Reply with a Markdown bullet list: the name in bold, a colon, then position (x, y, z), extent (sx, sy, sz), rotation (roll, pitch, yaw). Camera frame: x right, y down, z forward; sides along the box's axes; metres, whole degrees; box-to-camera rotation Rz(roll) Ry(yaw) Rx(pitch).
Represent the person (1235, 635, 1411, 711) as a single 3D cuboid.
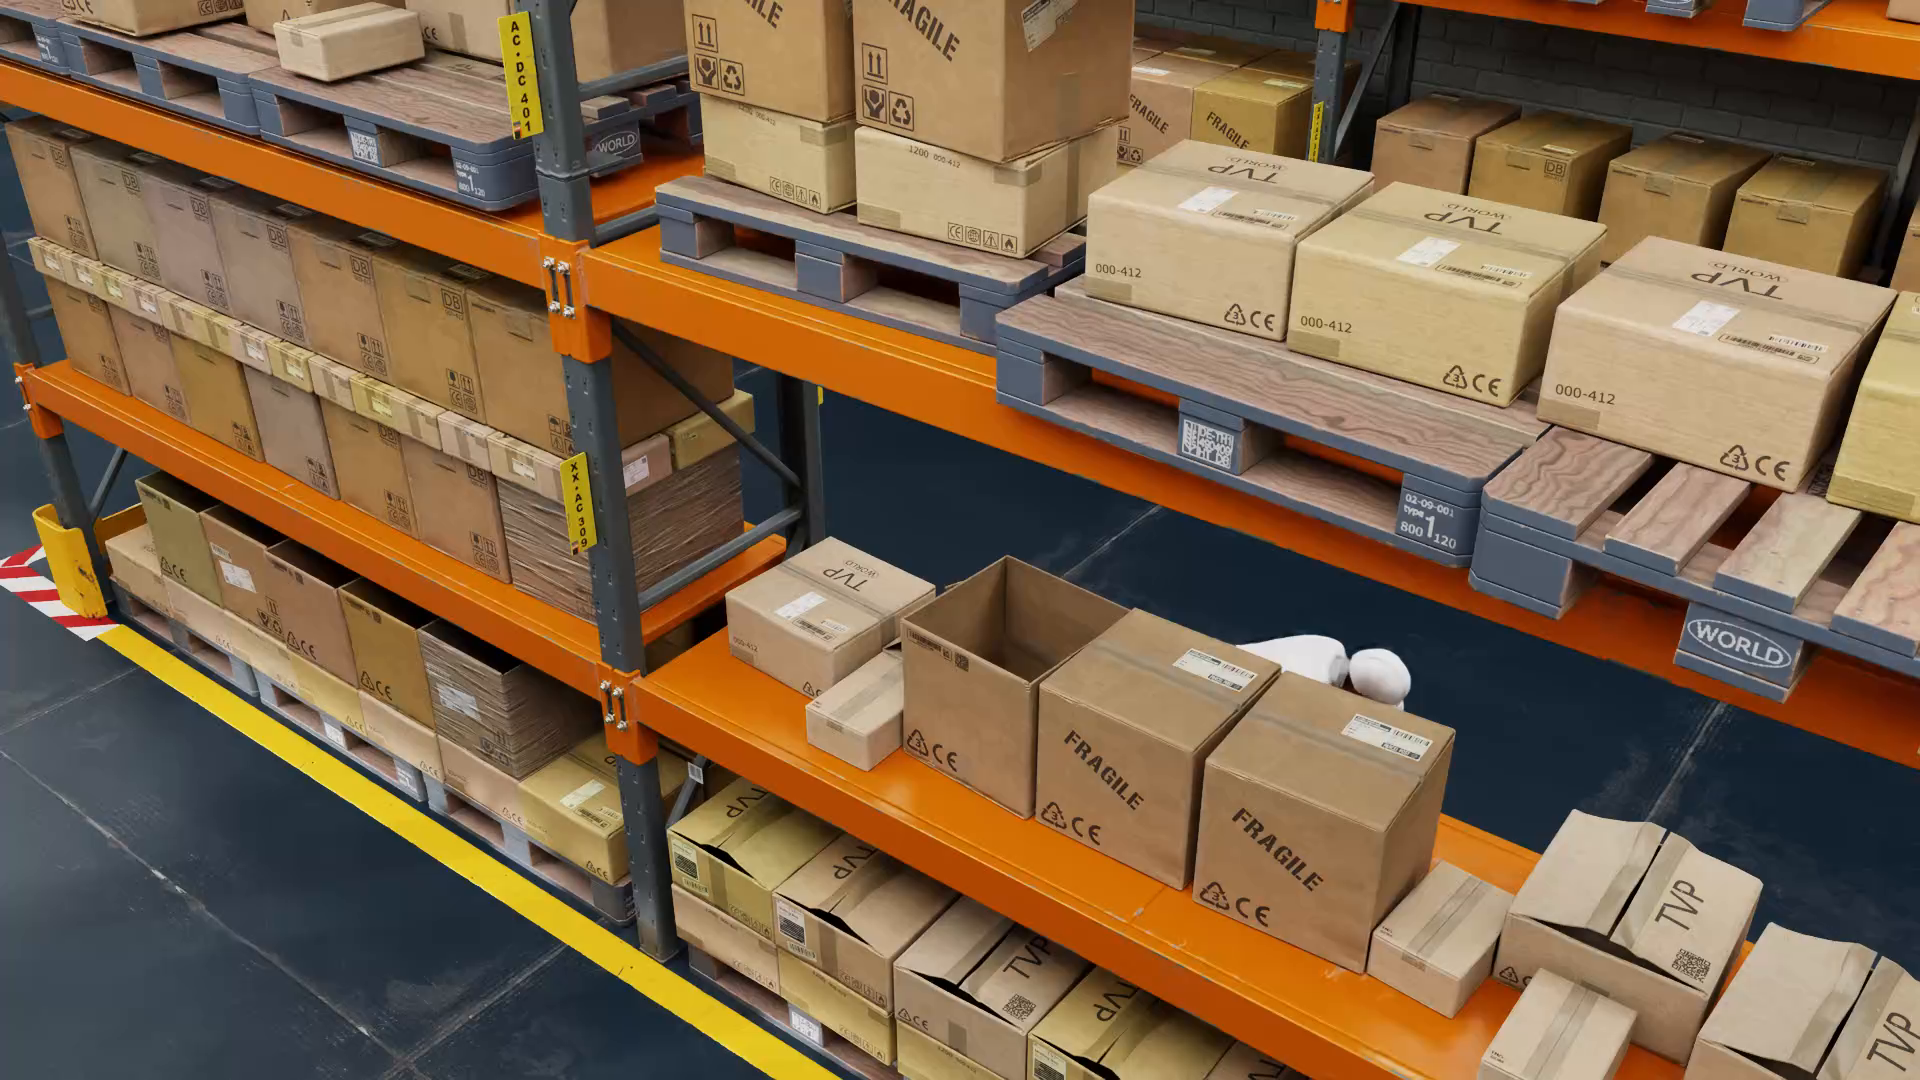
- **person**: position (1.284, 0.761, 6.581), extent (0.900, 1.004, 0.547), rotation (21, 37, 31)
